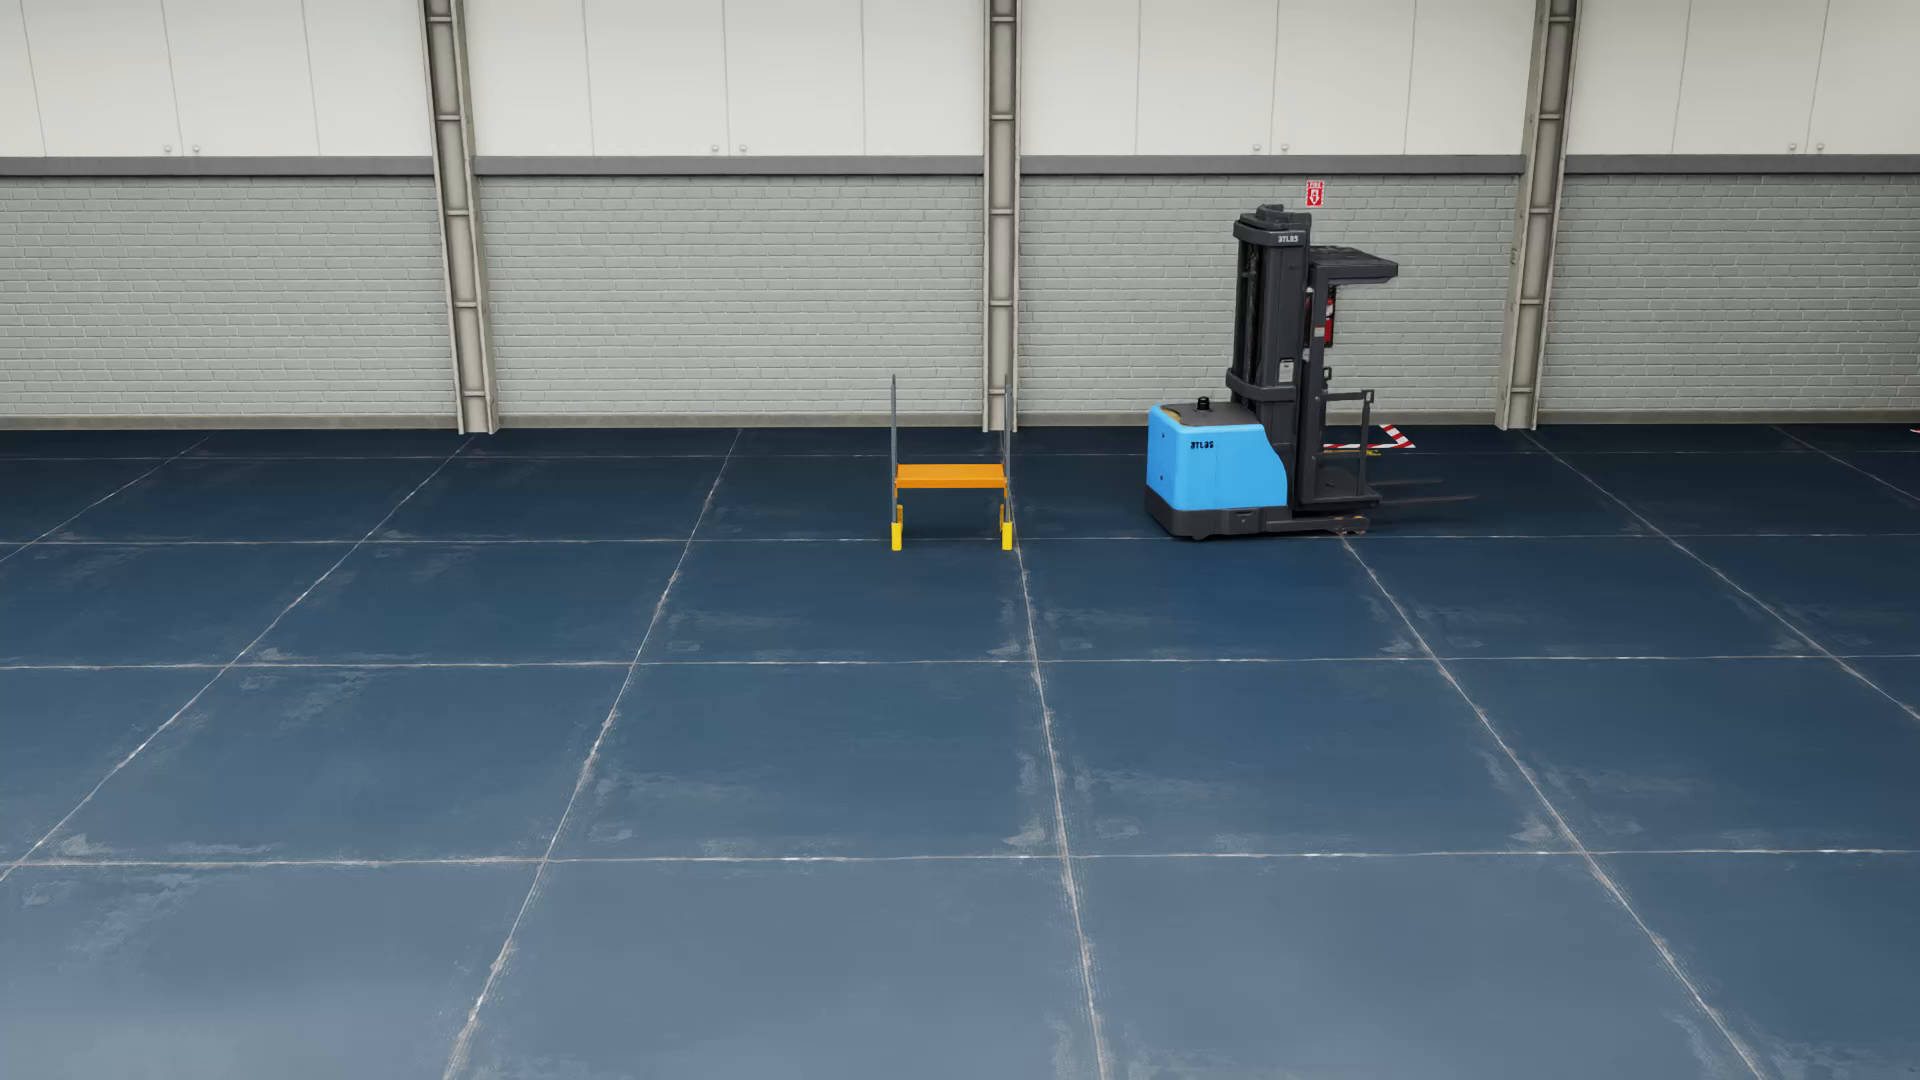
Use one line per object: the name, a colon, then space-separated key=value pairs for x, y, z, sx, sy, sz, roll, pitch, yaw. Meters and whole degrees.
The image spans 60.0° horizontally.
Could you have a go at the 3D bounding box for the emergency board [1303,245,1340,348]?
emergency board: x=3.986 y=-2.746 z=18.898 sx=0.643 sy=1.169 sz=0.194 roll=0 pitch=18 yaw=-1

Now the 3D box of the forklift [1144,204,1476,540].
forklift: x=3.341 y=-1.597 z=15.429 sx=3.031 sy=2.935 sz=1.130 roll=-3 pitch=18 yaw=-10

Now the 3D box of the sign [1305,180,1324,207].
sign: x=3.977 y=-3.880 z=18.639 sx=0.199 sy=0.298 sz=0.001 roll=0 pitch=18 yaw=-1

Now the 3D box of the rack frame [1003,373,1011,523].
rack frame: x=0.423 y=-0.716 z=15.027 sx=0.032 sy=1.500 sz=0.500 roll=0 pitch=18 yaw=-1

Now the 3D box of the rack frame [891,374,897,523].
rack frame: x=-0.594 y=-0.711 z=15.012 sx=0.032 sy=1.500 sz=0.500 roll=0 pitch=18 yaw=-1

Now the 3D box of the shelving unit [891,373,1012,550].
shelving unit: x=-0.076 y=-0.714 z=15.020 sx=1.083 sy=1.500 sz=0.587 roll=0 pitch=18 yaw=-1

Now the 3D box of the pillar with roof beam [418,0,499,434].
pillar with roof beam: x=-5.473 y=-4.230 z=13.703 sx=0.400 sy=9.000 sz=9.100 roll=0 pitch=18 yaw=-1

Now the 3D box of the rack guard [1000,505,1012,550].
rack guard: x=0.422 y=-0.121 z=15.218 sx=0.087 sy=0.250 sz=0.587 roll=0 pitch=18 yaw=-1

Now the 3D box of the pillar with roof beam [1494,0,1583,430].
pillar with roof beam: x=6.526 y=-4.288 z=13.884 sx=0.400 sy=9.000 sz=9.100 roll=0 pitch=18 yaw=-1

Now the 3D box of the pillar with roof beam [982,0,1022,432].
pillar with roof beam: x=0.527 y=-4.259 z=13.793 sx=0.400 sy=9.000 sz=9.100 roll=0 pitch=18 yaw=-1

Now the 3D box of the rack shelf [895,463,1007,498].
rack shelf: x=-0.085 y=-0.542 z=15.075 sx=1.000 sy=0.185 sz=0.538 roll=0 pitch=18 yaw=-1

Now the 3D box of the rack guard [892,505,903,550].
rack guard: x=-0.574 y=-0.116 z=15.203 sx=0.087 sy=0.250 sz=0.587 roll=0 pitch=18 yaw=-1
